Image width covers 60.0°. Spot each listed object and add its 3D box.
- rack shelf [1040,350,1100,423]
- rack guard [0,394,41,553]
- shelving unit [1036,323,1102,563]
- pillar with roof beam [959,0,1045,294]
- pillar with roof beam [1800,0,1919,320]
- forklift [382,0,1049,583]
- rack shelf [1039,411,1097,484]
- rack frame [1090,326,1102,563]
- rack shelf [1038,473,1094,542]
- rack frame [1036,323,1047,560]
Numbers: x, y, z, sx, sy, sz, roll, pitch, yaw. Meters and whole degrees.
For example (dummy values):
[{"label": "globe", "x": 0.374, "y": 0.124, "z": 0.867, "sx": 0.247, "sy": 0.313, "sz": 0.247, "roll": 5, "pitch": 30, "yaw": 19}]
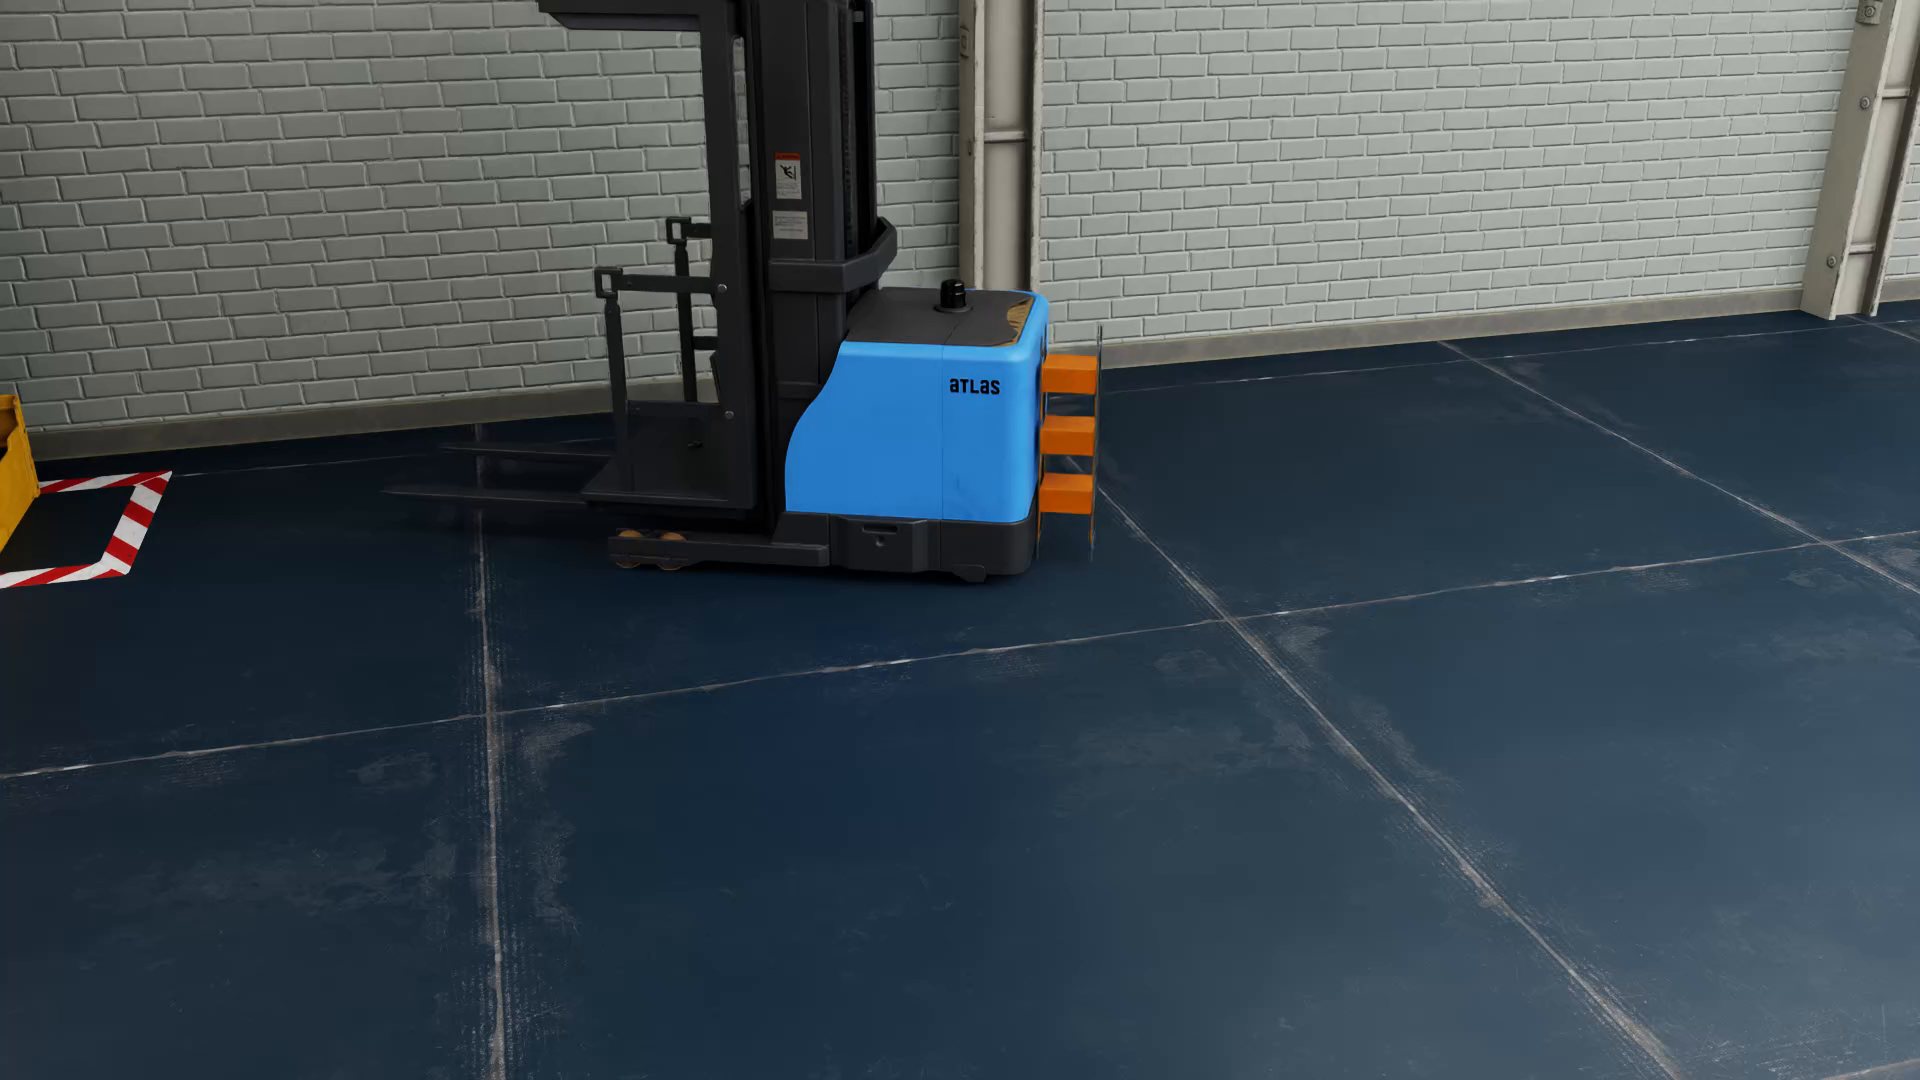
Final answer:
[{"label": "rack shelf", "x": 0.484, "y": -0.675, "z": 7.298, "sx": 0.240, "sy": 0.259, "sz": 0.215, "roll": 3, "pitch": 23, "yaw": 7}, {"label": "rack guard", "x": -4.614, "y": -0.249, "z": 7.696, "sx": 0.348, "sy": 0.500, "sz": 1.175, "roll": -6, "pitch": 24, "yaw": -14}, {"label": "shelving unit", "x": 0.484, "y": -0.424, "z": 7.406, "sx": 0.252, "sy": 1.050, "sz": 0.215, "roll": 3, "pitch": 23, "yaw": 7}, {"label": "pillar with roof beam", "x": 1.389, "y": -3.425, "z": 4.319, "sx": 0.400, "sy": 9.000, "sz": 9.100, "roll": -6, "pitch": 24, "yaw": -14}, {"label": "pillar with roof beam", "x": 7.166, "y": -4.064, "z": 5.809, "sx": 0.400, "sy": 9.000, "sz": 9.100, "roll": -6, "pitch": 24, "yaw": -14}, {"label": "forklift", "x": -1.136, "y": -1.411, "z": 7.322, "sx": 3.031, "sy": 2.935, "sz": 1.130, "roll": 3, "pitch": 23, "yaw": 7}, {"label": "rack shelf", "x": 0.484, "y": -0.414, "z": 7.410, "sx": 0.240, "sy": 0.259, "sz": 0.215, "roll": 3, "pitch": 23, "yaw": 7}, {"label": "rack frame", "x": 0.605, "y": -0.417, "z": 7.390, "sx": 0.008, "sy": 1.050, "sz": 0.200, "roll": 3, "pitch": 23, "yaw": 7}, {"label": "rack shelf", "x": 0.484, "y": -0.158, "z": 7.519, "sx": 0.240, "sy": 0.259, "sz": 0.215, "roll": 3, "pitch": 23, "yaw": 7}, {"label": "rack frame", "x": 0.364, "y": -0.430, "z": 7.422, "sx": 0.008, "sy": 1.050, "sz": 0.200, "roll": 3, "pitch": 23, "yaw": 7}]
